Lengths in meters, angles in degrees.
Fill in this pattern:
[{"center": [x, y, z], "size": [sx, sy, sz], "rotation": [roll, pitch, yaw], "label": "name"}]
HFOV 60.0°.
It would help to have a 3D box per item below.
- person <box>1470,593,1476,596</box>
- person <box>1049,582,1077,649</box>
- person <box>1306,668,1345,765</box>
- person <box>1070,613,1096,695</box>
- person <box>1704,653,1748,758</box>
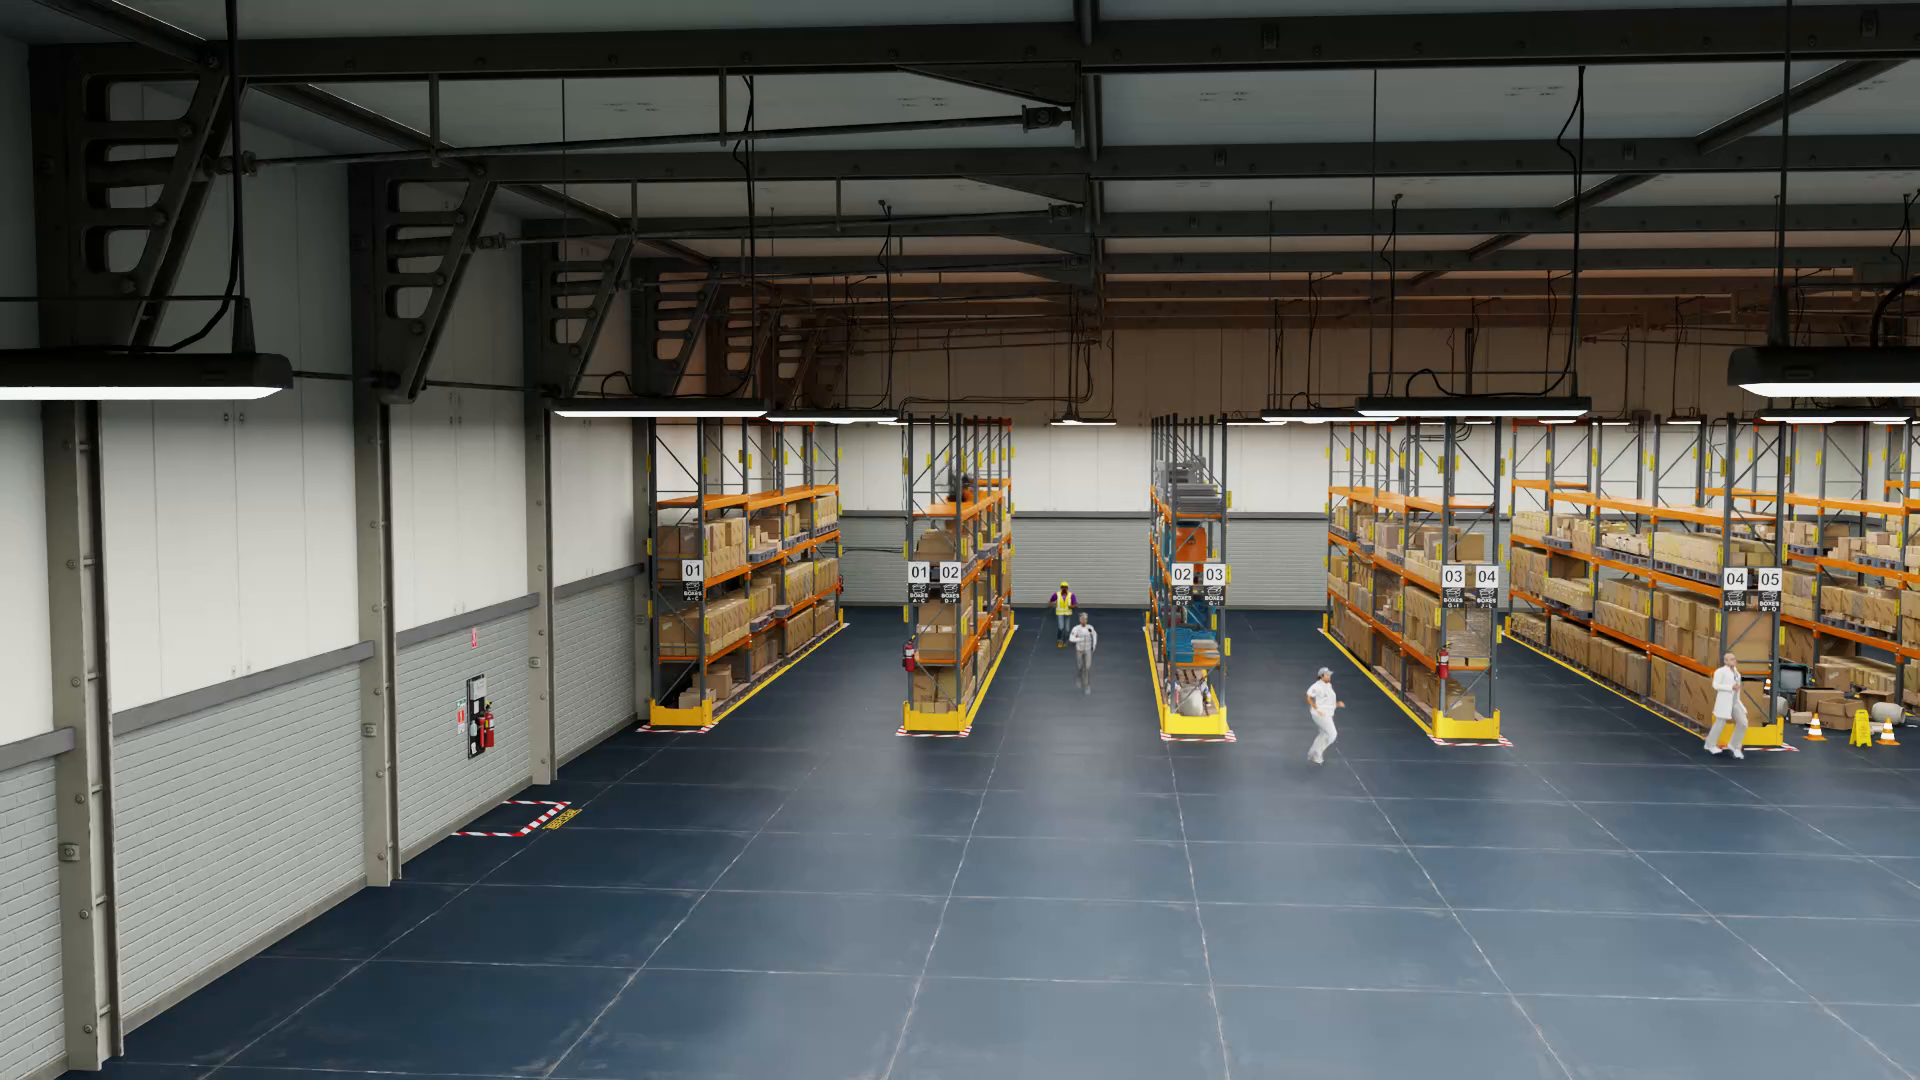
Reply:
[{"center": [13.965, 1.883, 45.265], "size": [0.585, 1.645, 0.732], "rotation": [1, 4, 17], "label": "person"}, {"center": [2.681, 1.953, 42.959], "size": [0.676, 1.754, 0.683], "rotation": [0, 4, -5], "label": "person"}, {"center": [6.218, 2.997, 28.328], "size": [0.633, 1.648, 0.578], "rotation": [3, 5, 33], "label": "person"}, {"center": [2.671, 2.436, 36.077], "size": [0.612, 1.748, 0.771], "rotation": [0, 4, -2], "label": "person"}, {"center": [13.406, 2.892, 29.006], "size": [0.720, 1.843, 0.758], "rotation": [-2, 4, -23], "label": "person"}]
